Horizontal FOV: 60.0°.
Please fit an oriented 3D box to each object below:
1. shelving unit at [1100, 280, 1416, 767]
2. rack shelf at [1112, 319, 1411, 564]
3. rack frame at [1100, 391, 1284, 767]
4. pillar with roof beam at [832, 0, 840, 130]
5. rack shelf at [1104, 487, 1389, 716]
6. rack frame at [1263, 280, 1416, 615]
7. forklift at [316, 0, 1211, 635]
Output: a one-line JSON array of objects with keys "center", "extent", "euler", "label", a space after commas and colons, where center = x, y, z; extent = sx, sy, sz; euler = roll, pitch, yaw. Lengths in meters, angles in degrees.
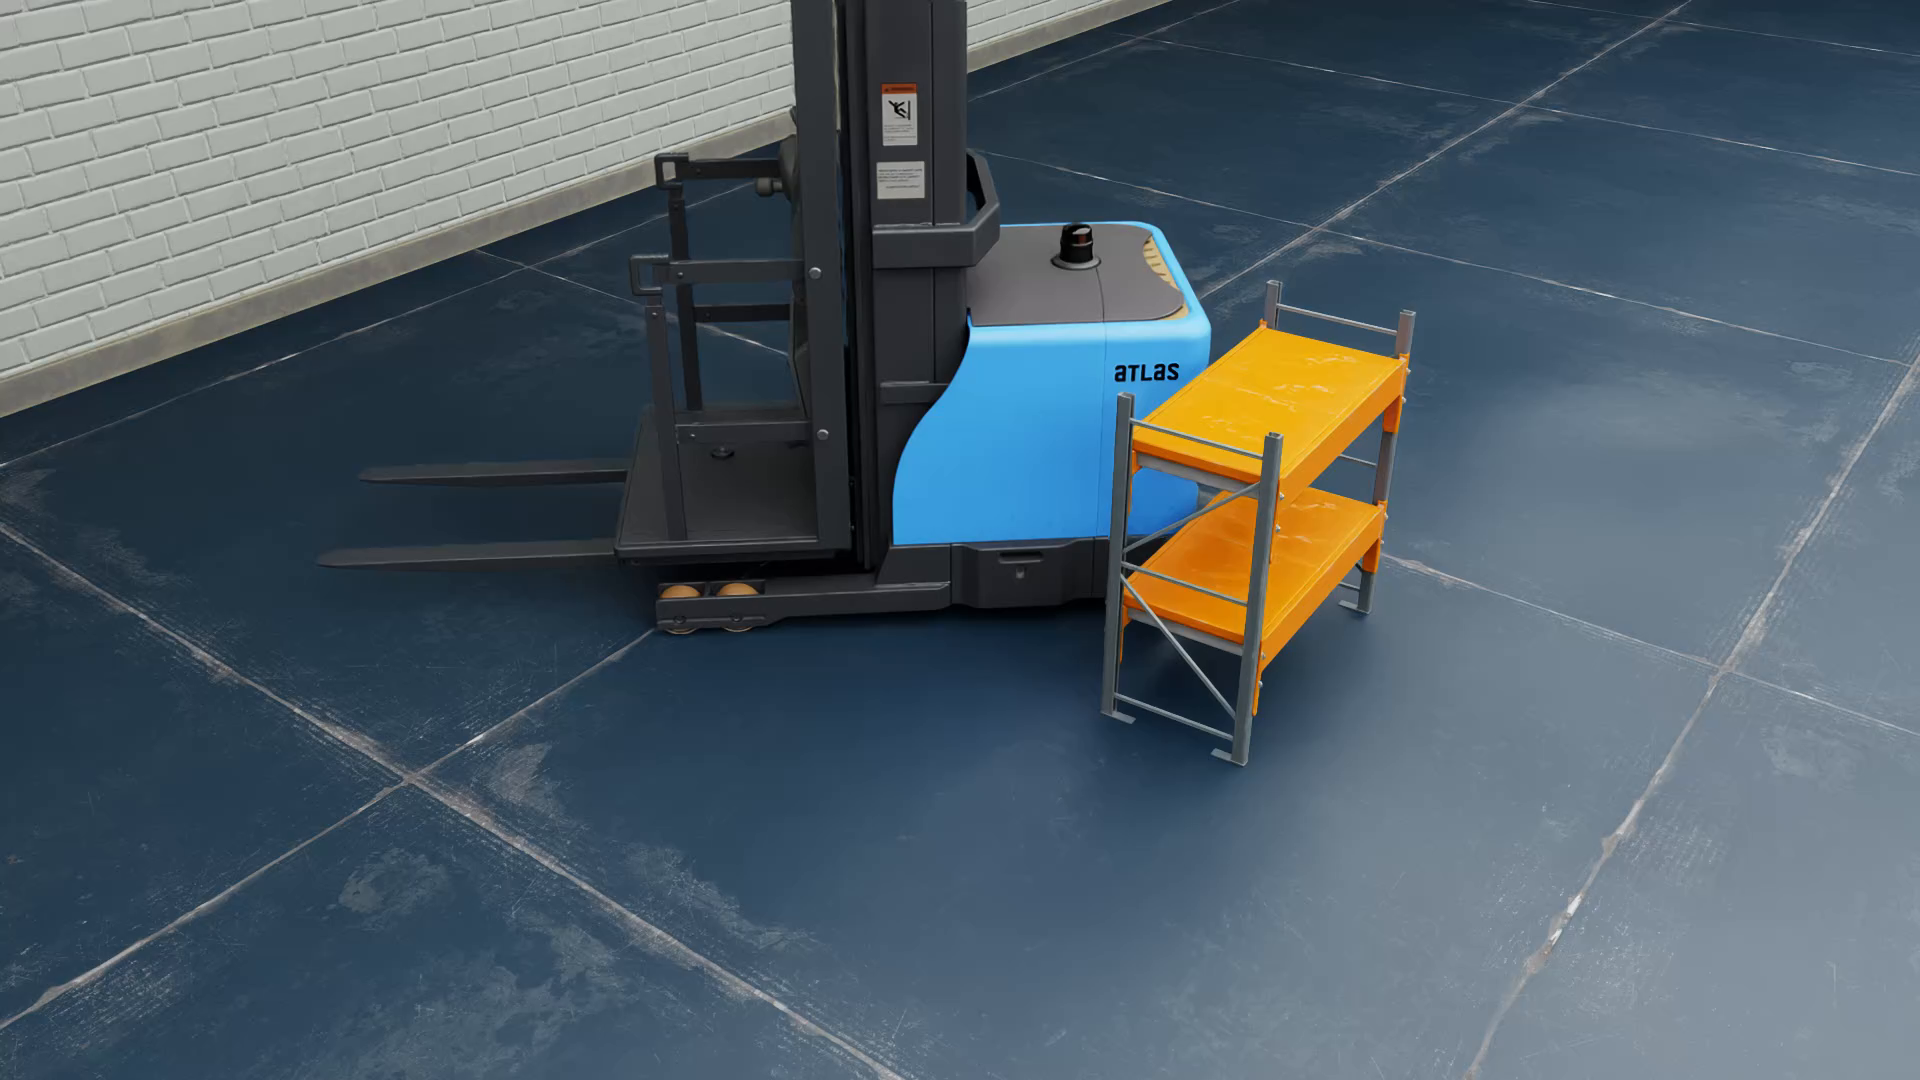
[{"center": [0.945, -0.083, 5.287], "extent": [0.538, 1.125, 1.048], "euler": [19, 35, 28], "label": "shelving unit"}, {"center": [0.945, -0.335, 5.137], "extent": [0.538, 0.278, 1.000], "euler": [19, 35, 28], "label": "rack shelf"}, {"center": [0.665, 0.133, 4.922], "extent": [0.500, 1.125, 0.032], "euler": [19, 35, 28], "label": "rack frame"}, {"center": [2.747, -5.281, 6.334], "extent": [9.100, 9.000, 0.400], "euler": [21, 37, 31], "label": "pillar with roof beam"}, {"center": [0.945, 0.127, 5.411], "extent": [0.538, 0.278, 1.000], "euler": [19, 35, 28], "label": "rack shelf"}, {"center": [1.226, -0.299, 5.652], "extent": [0.500, 1.125, 0.032], "euler": [19, 35, 28], "label": "rack frame"}, {"center": [-0.717, -1.217, 5.429], "extent": [3.031, 2.935, 1.130], "euler": [-2, 31, -4], "label": "forklift"}]
